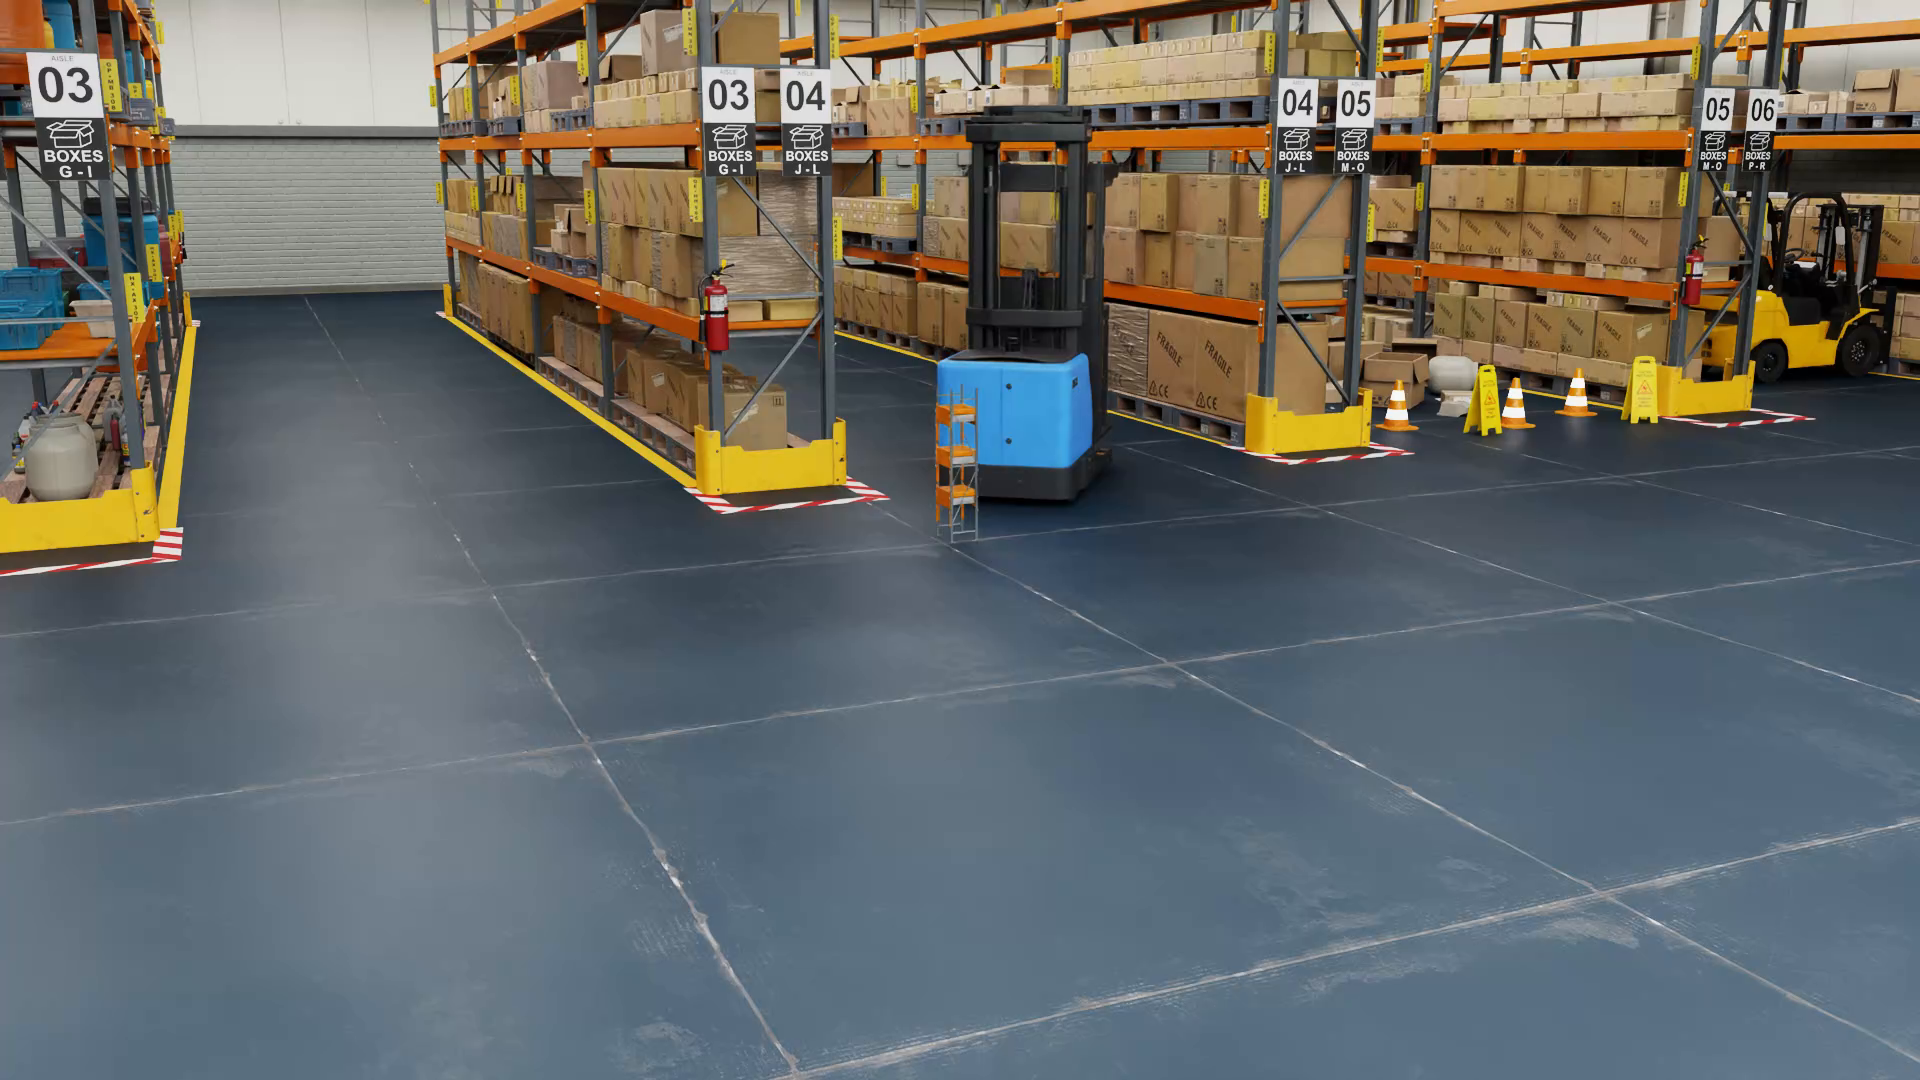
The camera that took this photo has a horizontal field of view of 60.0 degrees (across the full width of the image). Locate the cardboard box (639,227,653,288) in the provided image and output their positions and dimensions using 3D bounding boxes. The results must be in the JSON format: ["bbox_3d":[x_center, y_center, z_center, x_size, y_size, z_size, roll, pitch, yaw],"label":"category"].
[{"bbox_3d":[-2.318,-2.490,14.593,0.875,0.500,0.500,-6,14,-23],"label":"cardboard box"}]

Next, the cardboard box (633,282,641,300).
[{"bbox_3d":[-2.731,-2.252,15.006,0.380,0.149,0.250,-6,14,-23],"label":"cardboard box"}]

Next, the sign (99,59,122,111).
[{"bbox_3d":[-5.495,-2.943,10.761,0.100,0.325,0.005,-6,14,-23],"label":"sign"}]

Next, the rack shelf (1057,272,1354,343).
[{"bbox_3d":[2.321,-2.366,16.535,1.077,0.370,4.000,-6,14,-23],"label":"rack shelf"}]

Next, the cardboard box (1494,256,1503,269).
[{"bbox_3d":[6.333,-3.175,18.992,0.380,0.149,0.250,-6,14,-23],"label":"cardboard box"}]

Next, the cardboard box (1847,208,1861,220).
[{"bbox_3d":[11.050,-4.000,20.342,0.380,0.149,0.250,-6,14,-24],"label":"cardboard box"}]

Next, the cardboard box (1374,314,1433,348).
[{"bbox_3d":[5.803,-2.630,20.977,0.950,0.372,0.625,-5,14,-22],"label":"cardboard box"}]

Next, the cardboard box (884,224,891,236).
[{"bbox_3d":[-0.799,-4.150,22.274,0.380,0.149,0.250,-6,14,-23],"label":"cardboard box"}]

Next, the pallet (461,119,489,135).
[{"bbox_3d":[-6.588,-5.943,23.941,1.003,0.211,1.213,-6,14,-23],"label":"pallet"}]

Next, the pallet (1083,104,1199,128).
[{"bbox_3d":[1.838,-4.378,17.176,1.003,0.211,1.213,-6,14,-23],"label":"pallet"}]

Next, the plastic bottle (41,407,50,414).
[{"bbox_3d":[-7.723,-0.973,13.984,0.152,0.276,0.135,-5,14,-21],"label":"plastic bottle"}]

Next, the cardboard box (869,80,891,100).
[{"bbox_3d":[-1.016,-6.163,22.774,0.396,0.266,0.258,-6,14,-23],"label":"cardboard box"}]

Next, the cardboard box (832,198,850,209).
[{"bbox_3d":[-1.633,-4.869,24.063,0.380,0.149,0.250,-6,14,-24],"label":"cardboard box"}]

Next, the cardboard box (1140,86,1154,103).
[{"bbox_3d":[1.964,-4.302,16.055,0.380,0.149,0.250,-5,14,-22],"label":"cardboard box"}]

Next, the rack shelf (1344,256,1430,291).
[{"bbox_3d":[5.214,-3.660,22.127,1.077,0.370,4.000,-6,14,-23],"label":"rack shelf"}]

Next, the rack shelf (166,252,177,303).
[{"bbox_3d":[-10.007,-3.144,19.898,1.077,0.370,4.000,-6,14,-23],"label":"rack shelf"}]

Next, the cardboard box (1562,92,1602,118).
[{"bbox_3d":[6.753,-4.596,17.598,0.500,0.250,0.500,-5,14,-21],"label":"cardboard box"}]

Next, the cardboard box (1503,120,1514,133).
[{"bbox_3d":[6.330,-4.638,18.661,0.380,0.149,0.250,-6,14,-25],"label":"cardboard box"}]

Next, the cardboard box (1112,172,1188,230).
[{"bbox_3d":[2.054,-3.422,16.776,0.875,0.550,0.550,-6,14,-23],"label":"cardboard box"}]

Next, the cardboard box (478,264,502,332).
[{"bbox_3d":[-5.995,-3.394,23.163,1.225,0.875,0.875,-6,14,-23],"label":"cardboard box"}]

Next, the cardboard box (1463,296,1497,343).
[{"bbox_3d":[6.229,-2.572,19.334,0.500,0.500,0.500,-5,14,-21],"label":"cardboard box"}]

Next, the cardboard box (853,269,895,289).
[{"bbox_3d":[-1.215,-3.742,23.836,0.500,0.250,0.500,-5,14,-21],"label":"cardboard box"}]

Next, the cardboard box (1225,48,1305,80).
[{"bbox_3d":[2.670,-4.165,14.582,0.500,0.250,0.500,-5,14,-22],"label":"cardboard box"}]

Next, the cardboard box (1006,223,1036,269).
[{"bbox_3d":[0.864,-3.366,19.040,0.500,0.500,0.500,-6,14,-24],"label":"cardboard box"}]

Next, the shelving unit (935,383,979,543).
[{"bbox_3d":[-0.021,-0.523,11.299,0.215,1.050,0.252,-6,14,-23],"label":"shelving unit"}]

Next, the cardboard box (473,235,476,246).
[{"bbox_3d":[-6.795,-4.319,23.937,0.380,0.149,0.250,-5,14,-22],"label":"cardboard box"}]

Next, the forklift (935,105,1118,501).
[{"bbox_3d":[0.665,-2.008,13.544,1.130,2.935,3.031,3,13,14],"label":"forklift"}]

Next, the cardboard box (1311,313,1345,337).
[{"bbox_3d":[4.396,-2.582,19.736,0.500,0.500,0.500,-6,14,-23],"label":"cardboard box"}]

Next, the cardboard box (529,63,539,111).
[{"bbox_3d":[-4.515,-5.057,18.584,0.500,0.500,0.500,-6,14,-23],"label":"cardboard box"}]

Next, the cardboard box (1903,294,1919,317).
[{"bbox_3d":[11.484,-2.744,19.523,0.500,0.250,0.500,-5,14,-22],"label":"cardboard box"}]

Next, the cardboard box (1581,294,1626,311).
[{"bbox_3d":[6.849,-2.529,17.710,0.380,0.149,0.250,-5,14,-21],"label":"cardboard box"}]

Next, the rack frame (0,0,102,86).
[{"bbox_3d":[-6.001,-4.351,10.213,1.000,3.000,0.127,-6,14,-23],"label":"rack frame"}]

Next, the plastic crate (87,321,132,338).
[{"bbox_3d":[-6.065,-1.514,11.844,0.298,0.136,0.250,-6,14,-23],"label":"plastic crate"}]

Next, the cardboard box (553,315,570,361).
[{"bbox_3d":[-4.381,-2.389,19.606,0.700,0.500,0.500,-6,15,-26],"label":"cardboard box"}]

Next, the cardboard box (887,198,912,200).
[{"bbox_3d":[-0.823,-4.820,23.848,0.380,0.149,0.250,-6,14,-25],"label":"cardboard box"}]

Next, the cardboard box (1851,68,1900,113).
[{"bbox_3d":[11.245,-5.399,20.013,0.797,0.503,0.637,-5,14,-21],"label":"cardboard box"}]

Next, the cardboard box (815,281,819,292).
[{"bbox_3d":[-2.066,-3.938,25.803,0.380,0.149,0.250,-5,14,-21],"label":"cardboard box"}]

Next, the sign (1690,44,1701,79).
[{"bbox_3d":[7.101,-4.618,16.053,0.100,0.325,0.005,-6,14,-23],"label":"sign"}]

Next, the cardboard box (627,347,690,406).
[{"bbox_3d":[-2.941,-1.603,16.255,0.500,0.500,0.500,-6,14,-25],"label":"cardboard box"}]

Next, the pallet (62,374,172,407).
[{"bbox_3d":[-8.931,-1.559,17.639,1.003,0.211,1.213,-6,14,-23],"label":"pallet"}]

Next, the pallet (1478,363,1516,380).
[{"bbox_3d":[6.317,-2.103,19.989,1.003,0.211,1.213,-6,14,-23],"label":"pallet"}]

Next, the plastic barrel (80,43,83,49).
[{"bbox_3d":[-8.813,-4.428,16.243,0.600,0.830,0.708,-6,14,-23],"label":"plastic barrel"}]

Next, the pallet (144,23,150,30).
[{"bbox_3d":[-10.448,-6.375,20.265,1.003,0.211,1.213,-6,14,-23],"label":"pallet"}]

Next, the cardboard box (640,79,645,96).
[{"bbox_3d":[-2.526,-3.874,14.251,0.380,0.149,0.250,-5,14,-22],"label":"cardboard box"}]

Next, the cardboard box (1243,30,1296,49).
[{"bbox_3d":[2.677,-4.323,14.378,0.380,0.149,0.250,-5,14,-22],"label":"cardboard box"}]

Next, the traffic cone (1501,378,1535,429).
[{"bbox_3d":[5.382,-1.337,16.120,0.336,0.463,0.334,-6,14,-23],"label":"traffic cone"}]

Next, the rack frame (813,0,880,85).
[{"bbox_3d":[-1.684,-7.705,24.704,1.000,3.000,0.127,-6,14,-23],"label":"rack frame"}]

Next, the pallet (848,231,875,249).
[{"bbox_3d":[-0.913,-4.268,23.582,1.003,0.211,1.213,-6,14,-23],"label":"pallet"}]

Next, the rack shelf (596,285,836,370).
[{"bbox_3d":[-2.264,-1.939,14.689,1.077,0.370,4.000,-6,14,-23],"label":"rack shelf"}]

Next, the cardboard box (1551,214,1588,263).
[{"bbox_3d":[6.754,-3.259,17.919,0.500,0.500,0.500,-6,14,-23],"label":"cardboard box"}]

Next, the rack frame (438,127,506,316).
[{"bbox_3d":[-7.872,-5.182,27.105,1.000,3.000,0.127,-6,14,-23],"label":"rack frame"}]

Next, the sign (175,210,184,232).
[{"bbox_3d":[-11.913,-4.867,25.383,0.100,0.325,0.005,-6,14,-23],"label":"sign"}]

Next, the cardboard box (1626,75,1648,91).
[{"bbox_3d":[7.024,-4.649,16.943,0.380,0.149,0.250,-6,14,-24],"label":"cardboard box"}]

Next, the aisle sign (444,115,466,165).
[{"bbox_3d":[-8.176,-6.436,26.759,0.394,0.787,0.004,-6,14,-23],"label":"aisle sign"}]

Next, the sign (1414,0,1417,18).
[{"bbox_3d":[7.863,-9.206,28.765,0.100,0.325,0.005,-6,14,-23],"label":"sign"}]

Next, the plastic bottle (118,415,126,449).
[{"bbox_3d":[-6.813,-0.895,13.649,0.152,0.276,0.135,-5,14,-22],"label":"plastic bottle"}]

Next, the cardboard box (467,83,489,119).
[{"bbox_3d":[-6.638,-6.275,23.802,0.700,0.500,0.500,-7,15,-26],"label":"cardboard box"}]

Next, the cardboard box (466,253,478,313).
[{"bbox_3d":[-7.178,-4.038,25.945,0.875,0.875,0.875,-6,14,-23],"label":"cardboard box"}]
